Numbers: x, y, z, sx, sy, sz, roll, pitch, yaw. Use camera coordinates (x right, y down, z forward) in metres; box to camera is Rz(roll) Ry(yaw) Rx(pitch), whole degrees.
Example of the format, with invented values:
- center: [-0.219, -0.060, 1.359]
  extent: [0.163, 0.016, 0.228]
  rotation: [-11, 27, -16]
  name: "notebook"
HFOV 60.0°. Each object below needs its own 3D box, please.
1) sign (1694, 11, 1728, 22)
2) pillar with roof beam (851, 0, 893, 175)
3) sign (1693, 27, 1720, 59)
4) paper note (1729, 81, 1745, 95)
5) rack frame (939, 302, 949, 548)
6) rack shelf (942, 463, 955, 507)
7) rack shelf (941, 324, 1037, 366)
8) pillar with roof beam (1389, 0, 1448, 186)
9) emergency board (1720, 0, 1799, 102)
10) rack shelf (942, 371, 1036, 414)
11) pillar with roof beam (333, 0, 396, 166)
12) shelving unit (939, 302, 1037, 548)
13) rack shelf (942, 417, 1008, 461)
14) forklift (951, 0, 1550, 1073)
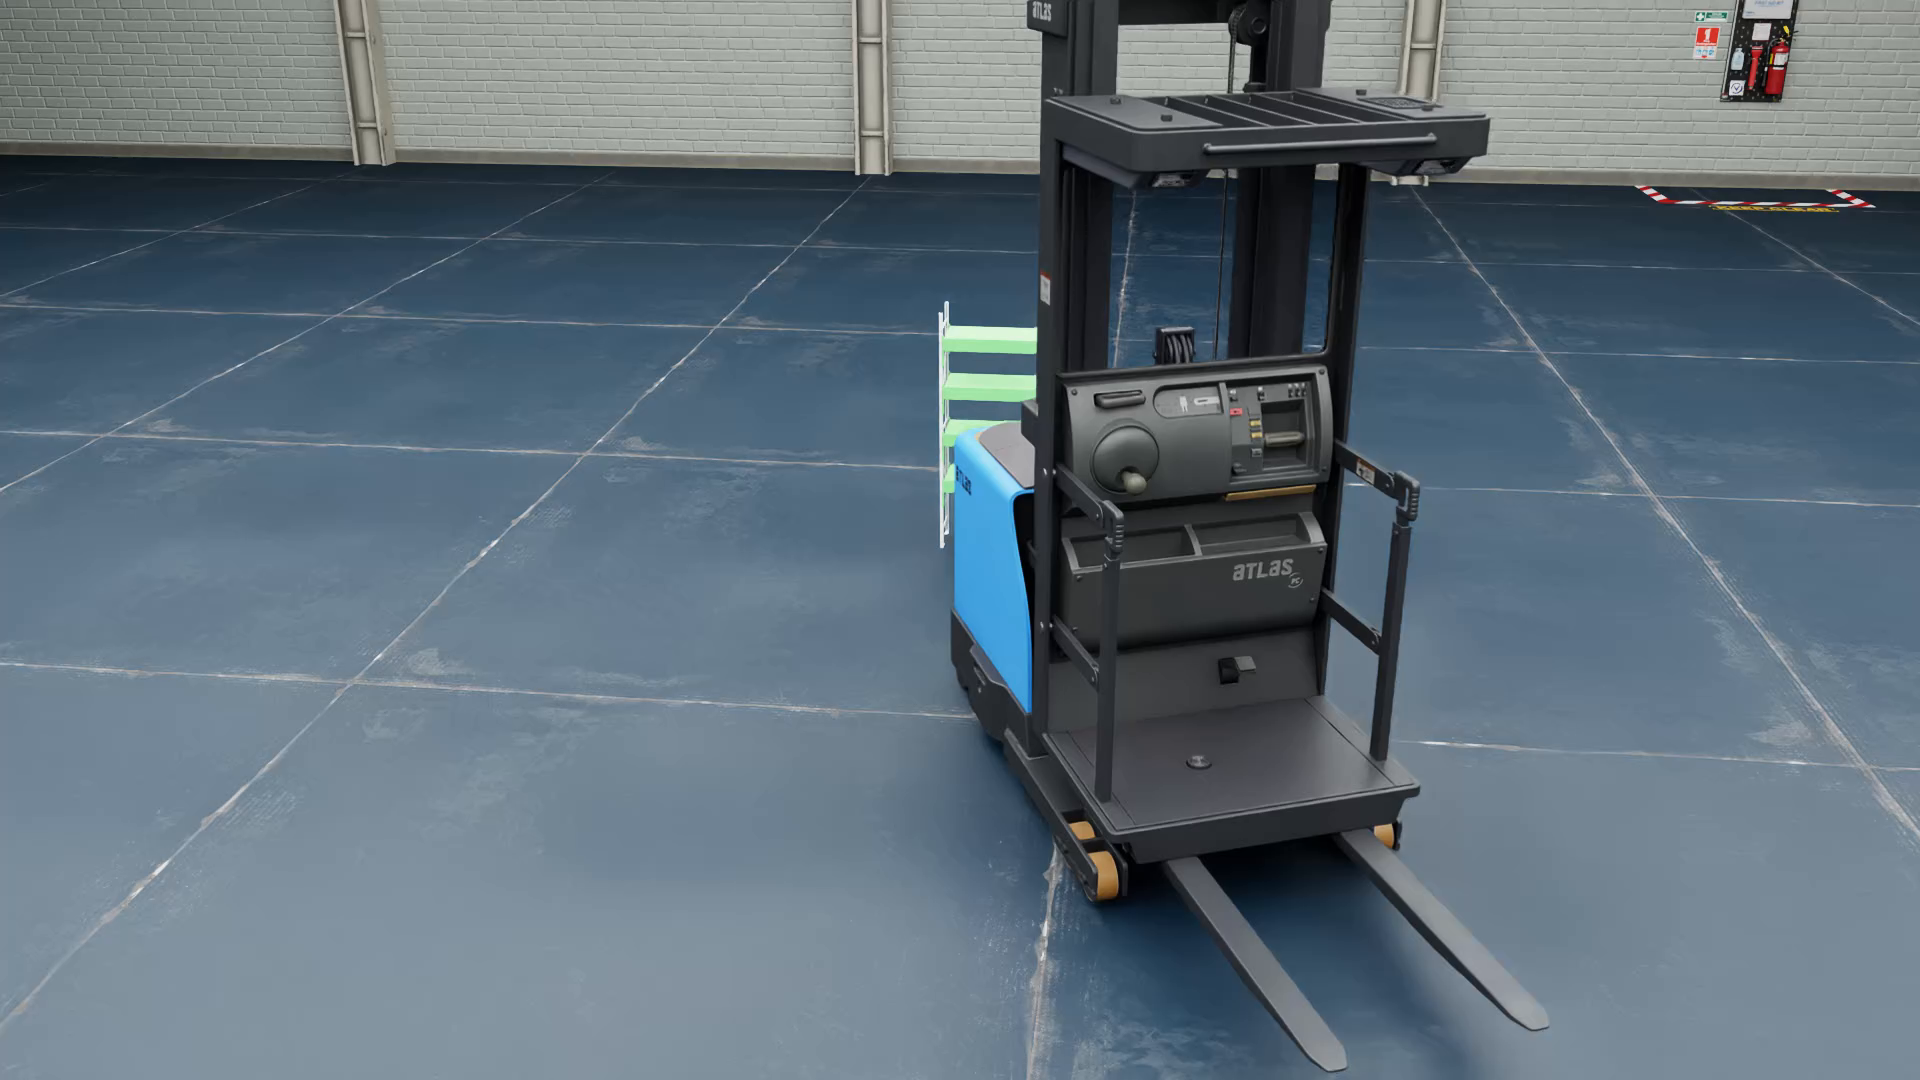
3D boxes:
- center: [7.949, -5.536, 17.592]
  extent: [0.331, 0.109, 0.001]
  rotation: [2, 22, 6]
  name: "sign"
- center: [-1.492, -6.831, 13.478]
  extent: [0.400, 9.000, 9.100]
  rotation: [2, 22, 6]
  name: "pillar with roof beam"
- center: [7.945, -5.293, 17.699]
  extent: [0.234, 0.329, 0.001]
  rotation: [2, 22, 6]
  name: "sign"
- center: [8.314, -4.838, 17.794]
  extent: [0.142, 0.148, 0.016]
  rotation: [2, 22, 6]
  name: "paper note"
- center: [-0.078, -0.561, 8.228]
  extent: [0.015, 1.200, 0.240]
  rotation: [2, 22, 6]
  name: "rack frame"
- center: [0.164, -0.268, 8.313]
  extent: [0.480, 0.148, 0.258]
  rotation: [2, 22, 6]
  name: "rack shelf"
- center: [0.164, -0.938, 8.048]
  extent: [0.480, 0.148, 0.258]
  rotation: [2, 22, 6]
  name: "rack shelf"
- center: [4.467, -6.571, 12.822]
  extent: [0.400, 9.000, 9.100]
  rotation: [2, 22, 6]
  name: "pillar with roof beam"
- center: [8.482, -5.214, 17.549]
  extent: [0.643, 1.169, 0.194]
  rotation: [2, 22, 6]
  name: "emergency board"
- center: [0.164, -0.715, 8.136]
  extent: [0.480, 0.148, 0.258]
  rotation: [2, 22, 6]
  name: "rack shelf"
- center: [-7.450, -7.091, 14.135]
  extent: [0.400, 9.000, 9.100]
  rotation: [2, 22, 6]
  name: "pillar with roof beam"
- center: [0.164, -0.551, 8.201]
  extent: [0.503, 1.200, 0.258]
  rotation: [2, 22, 6]
  name: "shelving unit"
- center: [0.164, -0.491, 8.225]
  extent: [0.480, 0.148, 0.258]
  rotation: [2, 22, 6]
  name: "rack shelf"
- center: [0.861, -0.340, 5.312]
  extent: [1.130, 2.935, 3.031]
  rotation: [-6, 22, -15]
  name: "forklift"
